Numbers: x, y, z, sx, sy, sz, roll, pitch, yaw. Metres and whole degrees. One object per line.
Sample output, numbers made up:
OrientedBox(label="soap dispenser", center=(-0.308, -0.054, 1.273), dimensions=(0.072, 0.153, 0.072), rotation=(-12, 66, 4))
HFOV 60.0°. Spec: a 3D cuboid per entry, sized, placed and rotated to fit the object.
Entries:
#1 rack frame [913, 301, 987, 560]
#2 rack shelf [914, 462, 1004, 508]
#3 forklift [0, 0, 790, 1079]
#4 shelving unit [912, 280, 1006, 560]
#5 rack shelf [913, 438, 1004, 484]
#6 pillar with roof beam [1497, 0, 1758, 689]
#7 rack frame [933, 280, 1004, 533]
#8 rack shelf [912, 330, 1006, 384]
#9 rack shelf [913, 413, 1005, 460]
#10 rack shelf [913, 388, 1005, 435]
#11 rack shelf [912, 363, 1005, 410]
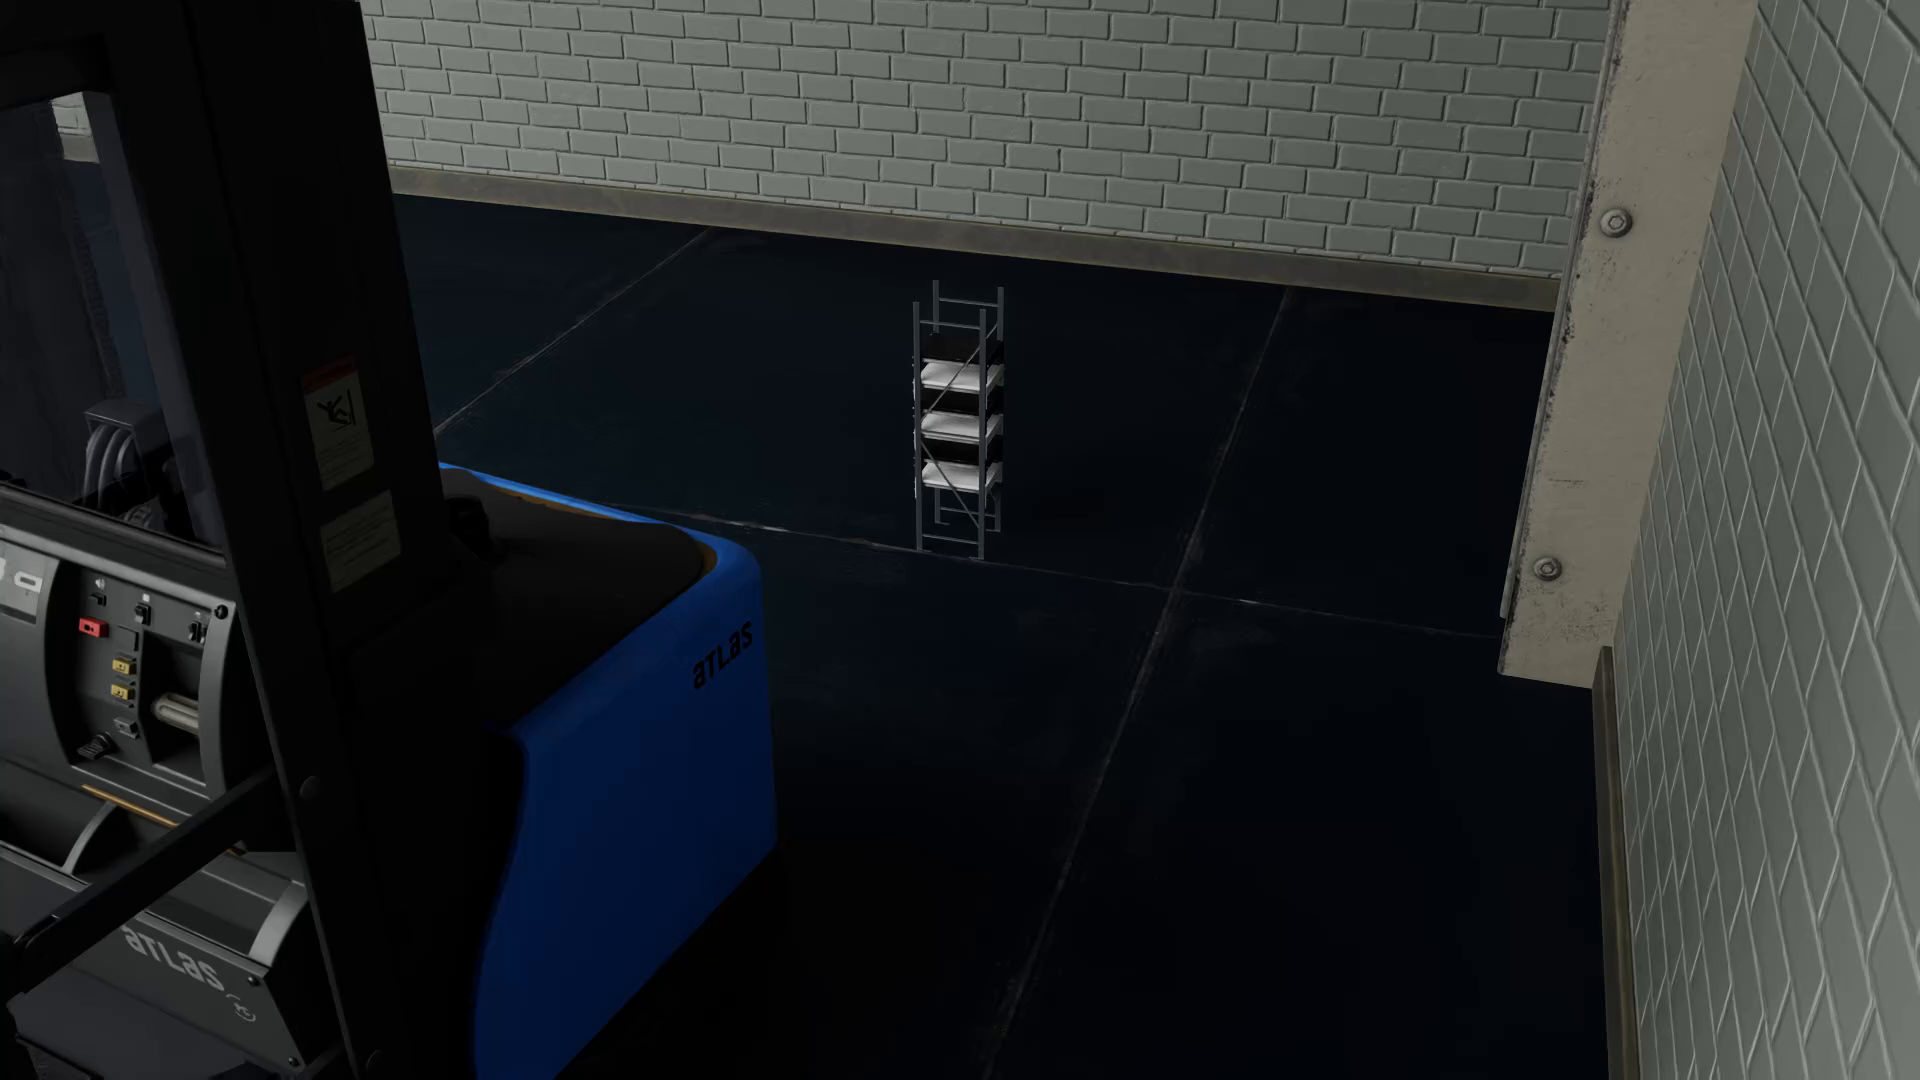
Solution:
OrientedBox(label="rack frame", center=(-0.032, -0.342, 5.440), dimensions=(0.240, 0.900, 0.006), rotation=(8, 30, 15))
OrientedBox(label="rack shelf", center=(-0.002, -0.203, 5.628), dimensions=(0.258, 0.077, 0.200), rotation=(8, 30, 15))
OrientedBox(label="forklift", center=(-1.535, 0.197, 2.381), dimensions=(1.130, 2.935, 3.031), rotation=(14, 32, 24))
OrientedBox(label="shelving unit", center=(-0.002, -0.389, 5.524), dimensions=(0.258, 0.900, 0.210), rotation=(8, 30, 15))
OrientedBox(label="rack shelf", center=(-0.002, -0.282, 5.584), dimensions=(0.258, 0.077, 0.200), rotation=(8, 30, 15))
OrientedBox(label="pillar with roof beam", center=(-2.286, -4.213, 4.067), dimensions=(9.100, 9.000, 0.400), rotation=(8, 30, 15))
OrientedBox(label="rack frame", center=(0.027, -0.437, 5.609), dimensions=(0.240, 0.900, 0.006), rotation=(8, 30, 15))
OrientedBox(label="rack shelf", center=(-0.002, -0.596, 5.409), dimensions=(0.258, 0.077, 0.200), rotation=(8, 30, 15))
OrientedBox(label="rack shelf", center=(-0.002, -0.360, 5.541), dimensions=(0.258, 0.077, 0.200), rotation=(8, 30, 15))
OrientedBox(label="rack shelf", center=(-0.002, -0.439, 5.497), dimensions=(0.258, 0.077, 0.200), rotation=(8, 30, 15))
OrientedBox(label="rack shelf", center=(-0.002, -0.518, 5.453), dimensions=(0.258, 0.077, 0.200), rotation=(8, 30, 15))
